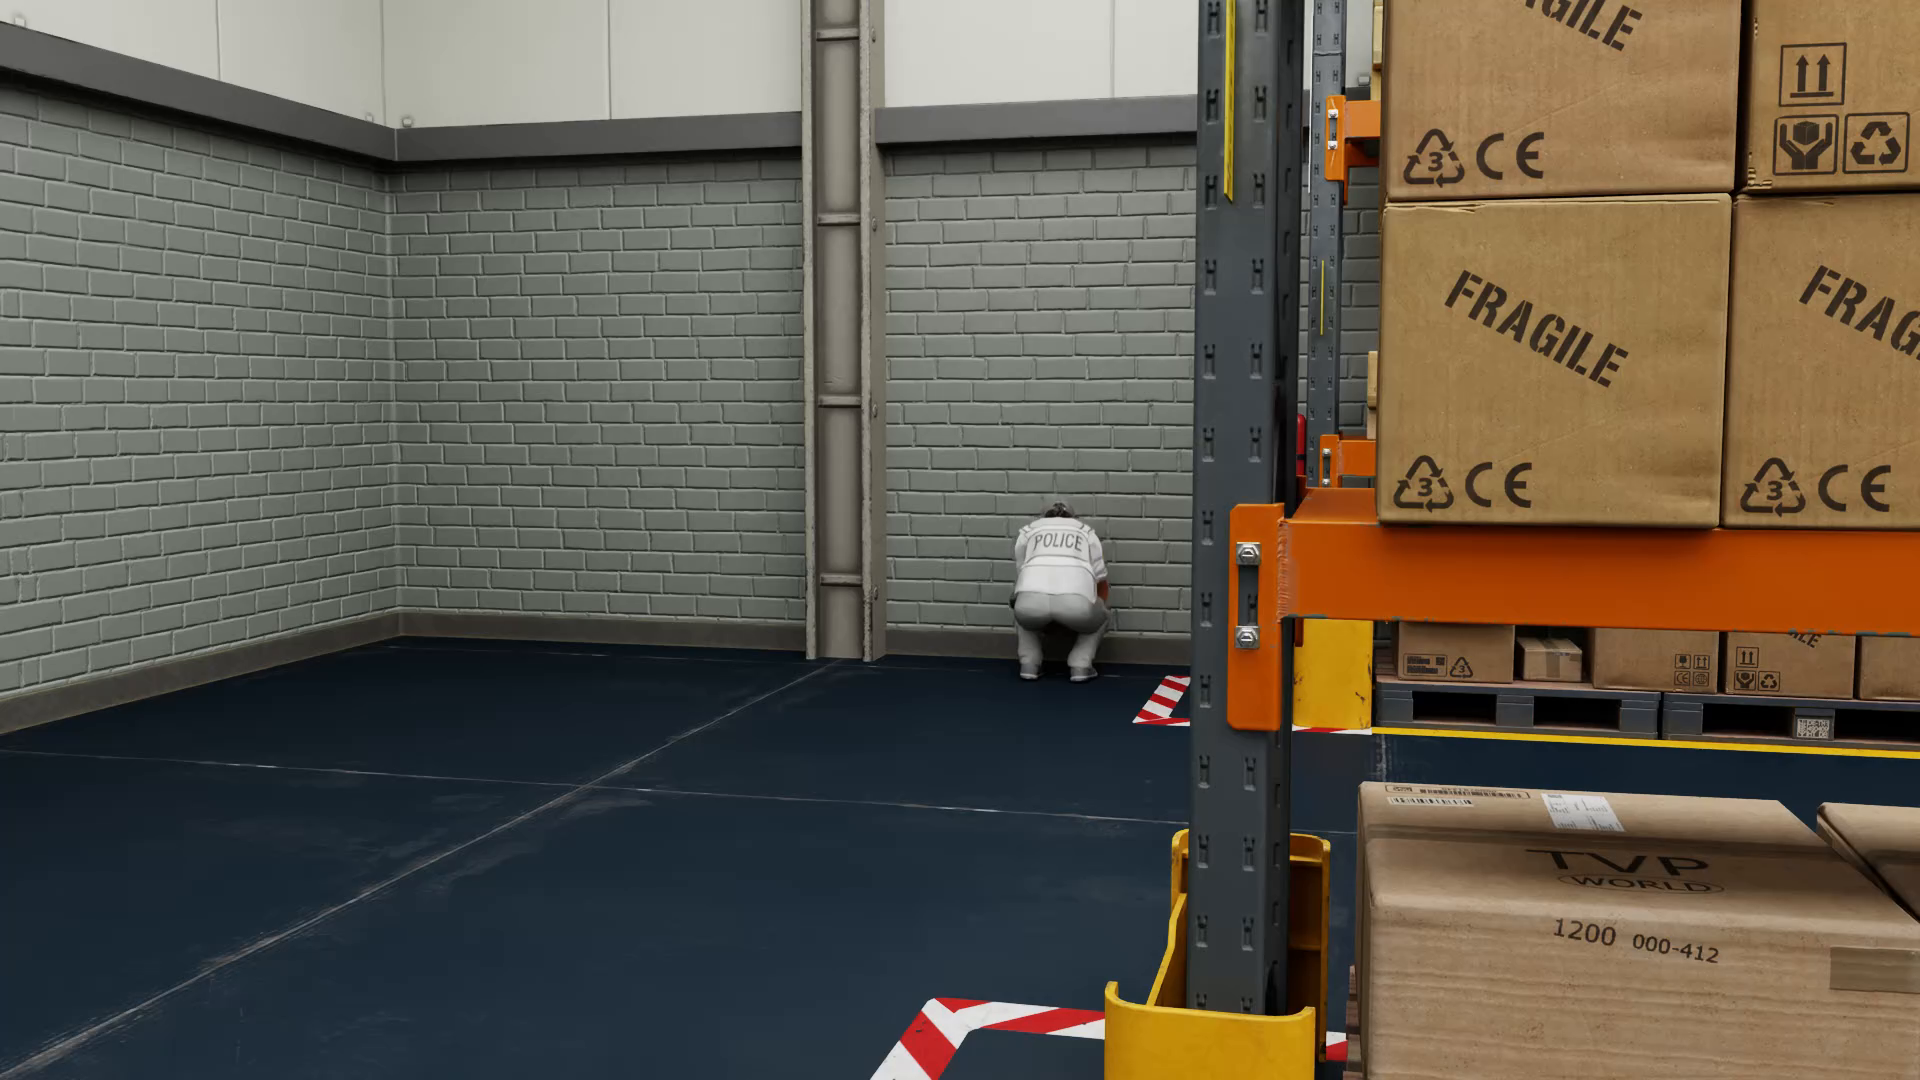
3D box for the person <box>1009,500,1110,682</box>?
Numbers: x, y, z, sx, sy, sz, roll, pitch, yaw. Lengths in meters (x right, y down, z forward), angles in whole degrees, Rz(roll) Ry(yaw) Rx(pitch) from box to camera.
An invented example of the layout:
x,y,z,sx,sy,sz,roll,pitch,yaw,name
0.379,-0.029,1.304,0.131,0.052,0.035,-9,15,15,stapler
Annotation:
x,y,z,sx,sy,sz,roll,pitch,yaw,name
0.533,0.270,8.946,0.525,0.935,0.857,1,5,14,person
